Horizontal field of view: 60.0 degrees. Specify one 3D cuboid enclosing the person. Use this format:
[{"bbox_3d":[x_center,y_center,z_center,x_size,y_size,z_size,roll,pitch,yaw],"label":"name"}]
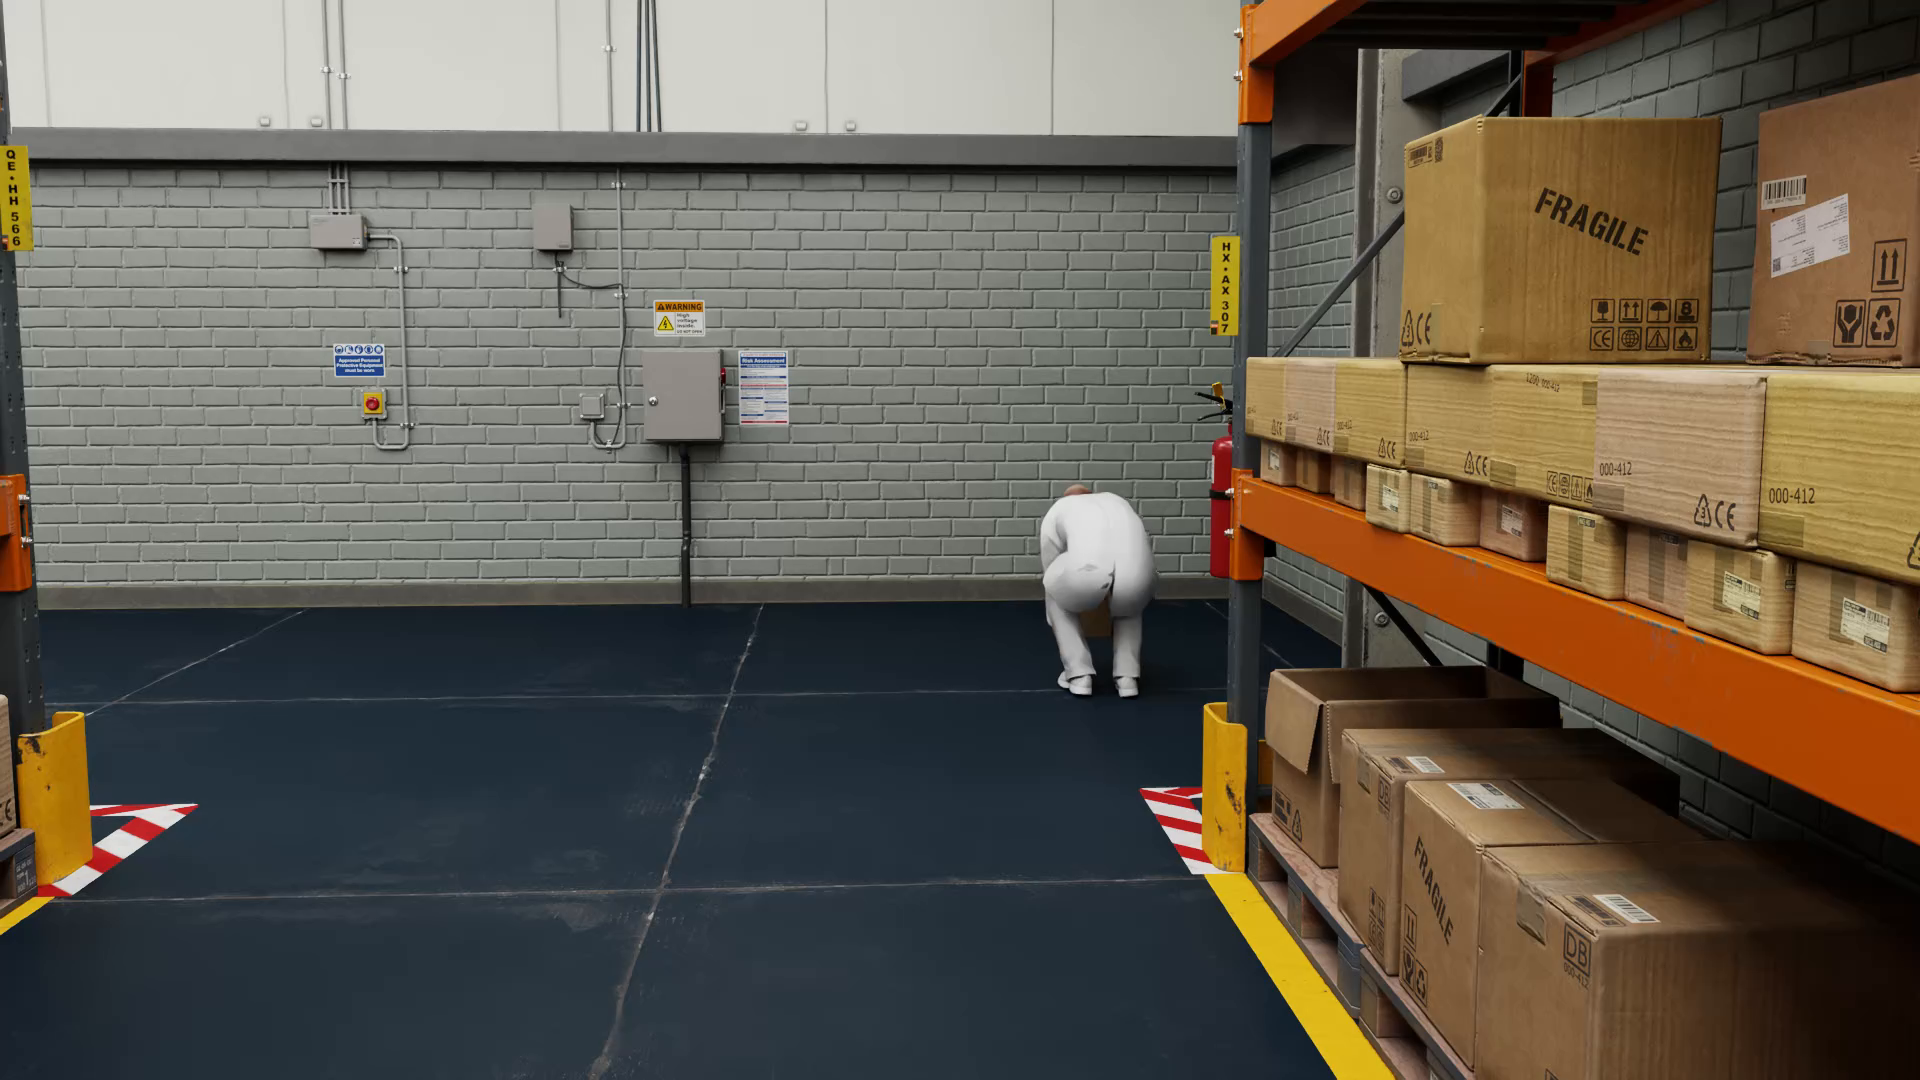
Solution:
[{"bbox_3d":[0.693,0.250,8.474,0.587,1.007,0.942,-1,7,-6],"label":"person"}]
